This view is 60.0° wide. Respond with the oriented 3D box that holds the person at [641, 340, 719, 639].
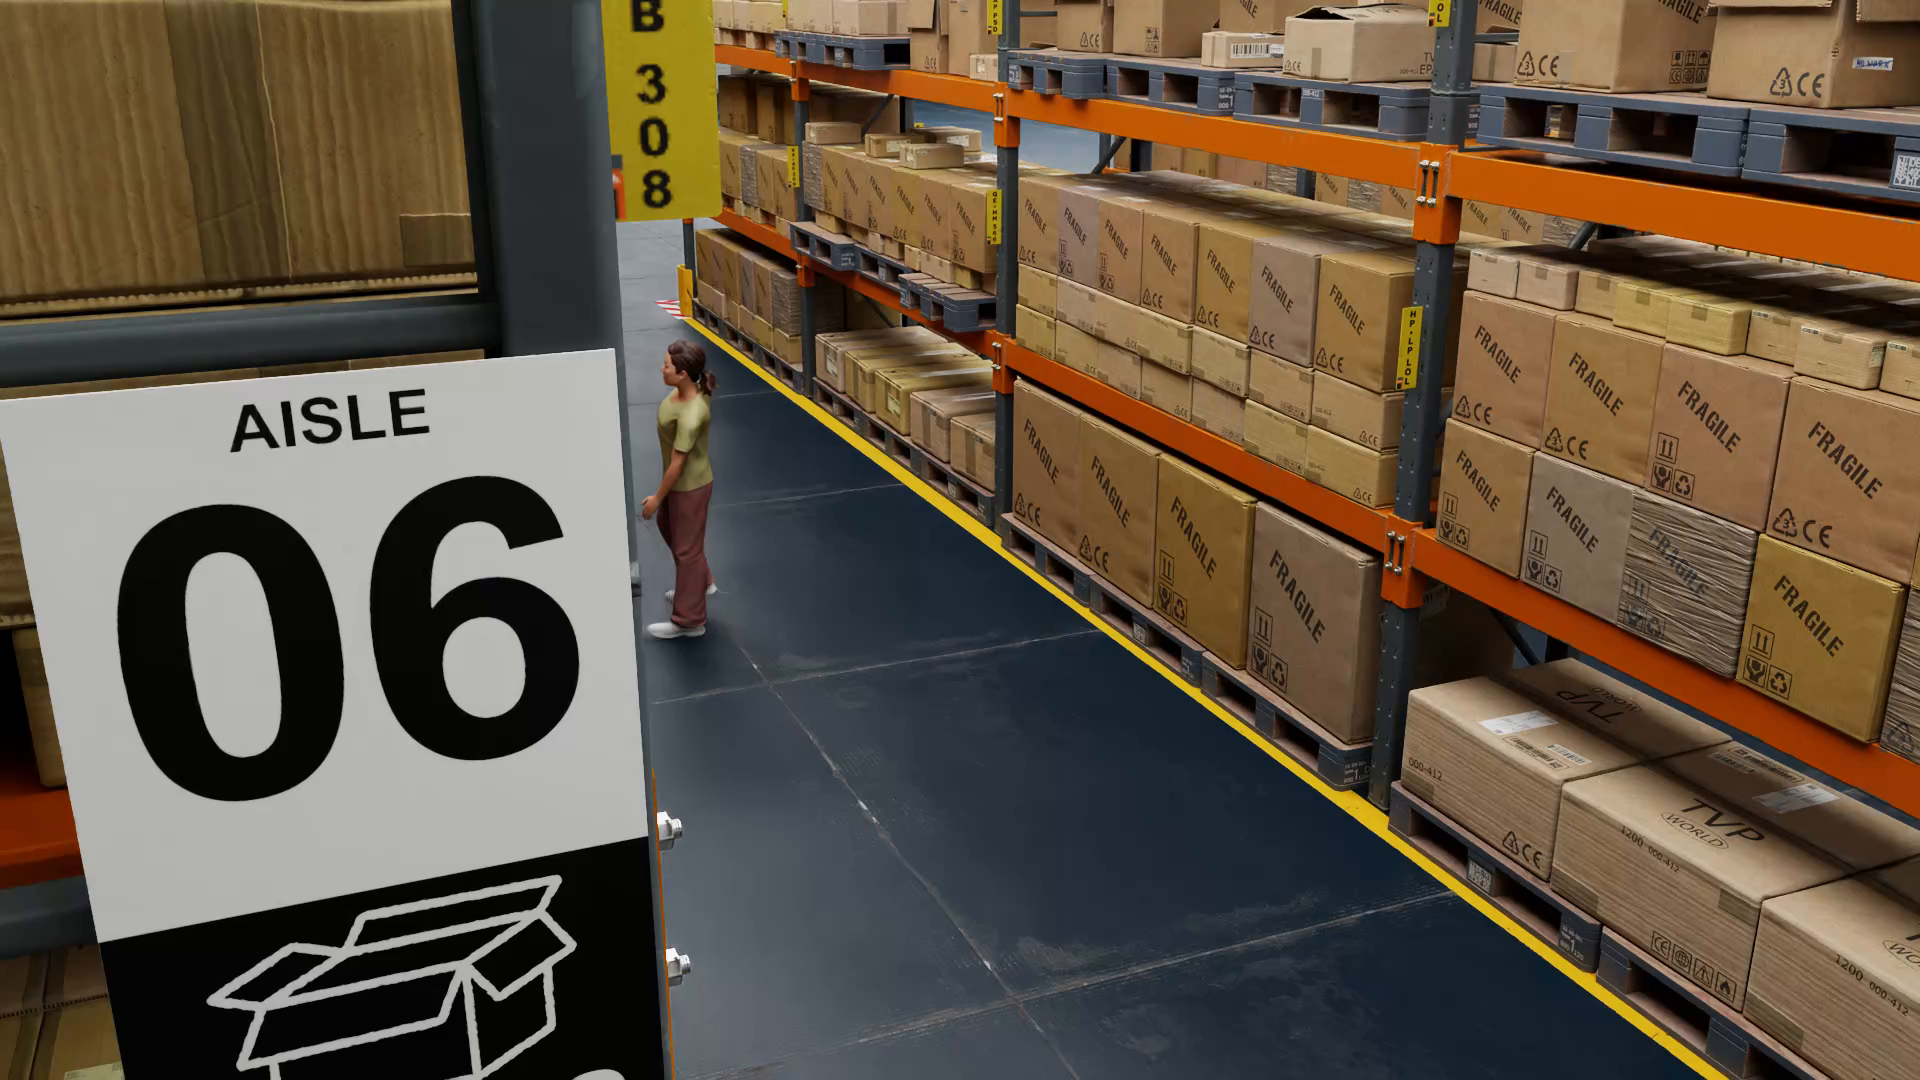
[{"bbox_3d":[-1.511,-0.292,8.899,0.442,1.669,0.728,-6,20,-17],"label":"person"}]
